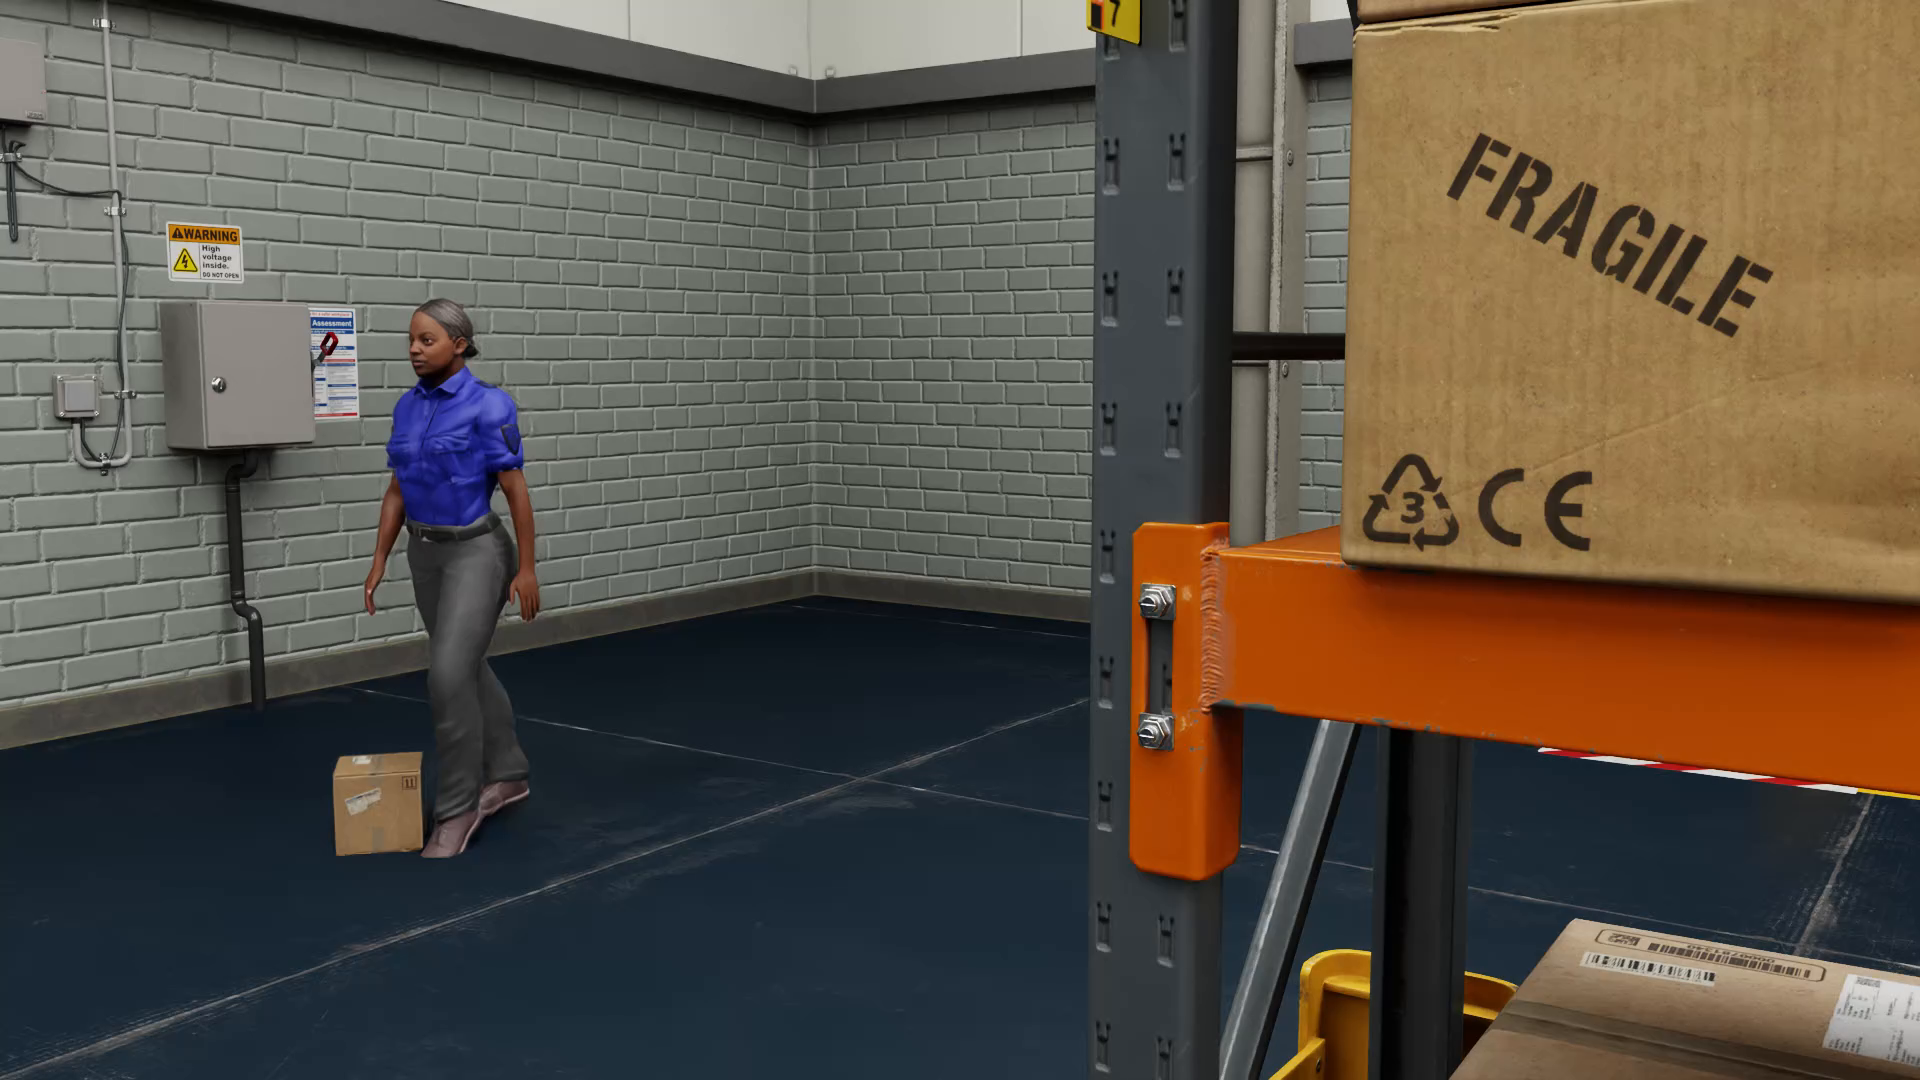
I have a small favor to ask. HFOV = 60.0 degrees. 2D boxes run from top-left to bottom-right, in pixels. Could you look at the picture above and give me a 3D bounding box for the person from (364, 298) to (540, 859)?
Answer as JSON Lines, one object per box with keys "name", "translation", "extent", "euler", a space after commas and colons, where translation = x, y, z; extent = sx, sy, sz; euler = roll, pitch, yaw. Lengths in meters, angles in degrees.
{"name": "person", "translation": [-1.539, 0.128, 5.143], "extent": [0.504, 1.734, 0.581], "euler": [4, 7, 29]}
